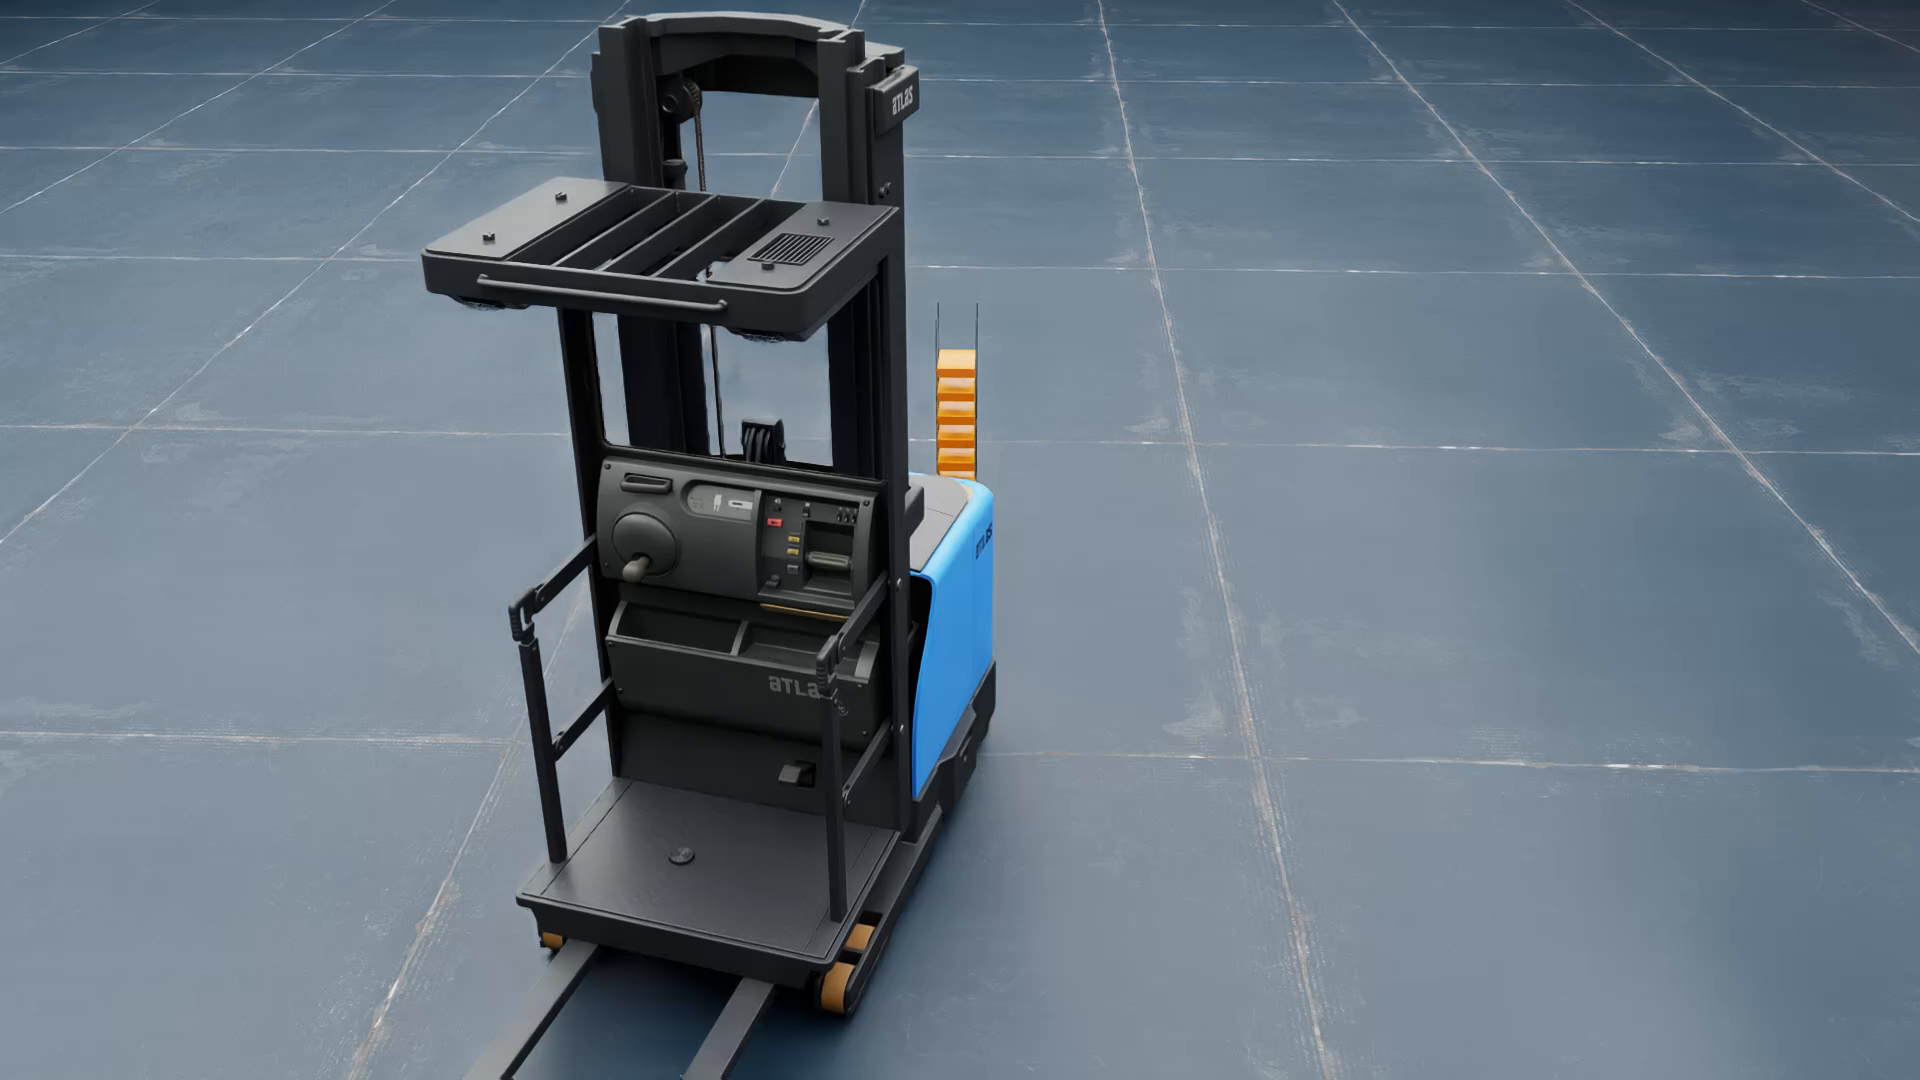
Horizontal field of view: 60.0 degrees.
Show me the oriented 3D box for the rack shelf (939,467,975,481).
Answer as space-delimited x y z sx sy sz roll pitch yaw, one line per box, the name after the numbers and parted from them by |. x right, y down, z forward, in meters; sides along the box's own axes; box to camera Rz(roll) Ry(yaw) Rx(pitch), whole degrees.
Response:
-0.014 -0.279 8.103 0.180 0.103 0.258 1 28 2 | rack shelf

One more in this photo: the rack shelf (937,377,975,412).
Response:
-0.014 -0.703 7.878 0.180 0.103 0.258 1 28 2 | rack shelf

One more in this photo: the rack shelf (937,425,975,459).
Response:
-0.014 -0.491 7.990 0.180 0.103 0.258 1 28 2 | rack shelf

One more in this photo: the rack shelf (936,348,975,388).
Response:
-0.014 -0.809 7.822 0.180 0.103 0.258 1 28 2 | rack shelf

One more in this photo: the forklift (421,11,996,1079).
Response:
-0.777 0.024 5.074 1.130 2.935 3.031 8 29 15 | forklift

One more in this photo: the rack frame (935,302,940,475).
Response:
-0.106 -0.532 7.972 0.006 1.200 0.240 1 28 2 | rack frame

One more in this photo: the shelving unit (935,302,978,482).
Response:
-0.014 -0.530 7.969 0.189 1.200 0.258 1 28 2 | shelving unit

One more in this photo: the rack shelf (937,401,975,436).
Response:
-0.014 -0.597 7.934 0.180 0.103 0.258 1 28 2 | rack shelf

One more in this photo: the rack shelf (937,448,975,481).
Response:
-0.014 -0.385 8.046 0.180 0.103 0.258 1 28 2 | rack shelf

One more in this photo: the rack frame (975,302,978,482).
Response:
0.077 -0.529 7.967 0.006 1.200 0.240 1 28 2 | rack frame
